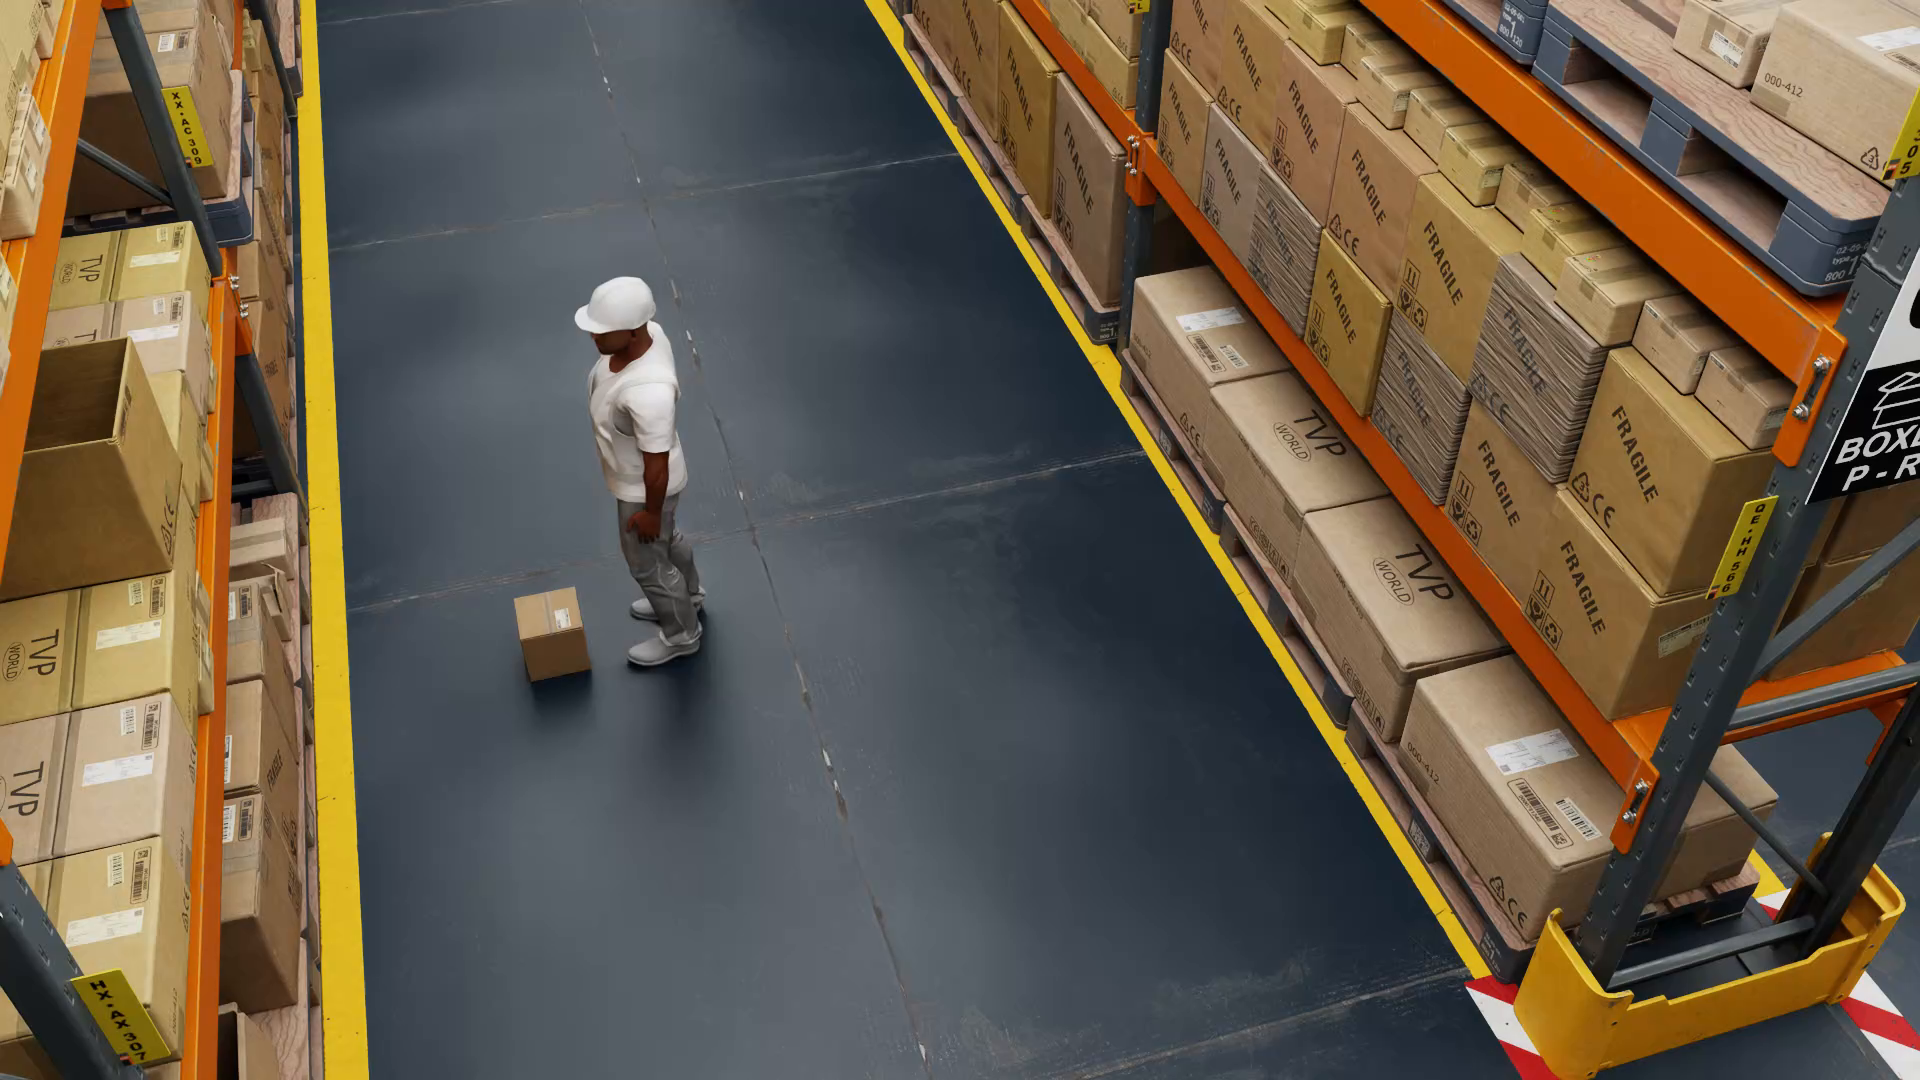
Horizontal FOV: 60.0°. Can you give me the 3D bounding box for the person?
[{"bbox_3d":[-1.229,-0.253,6.429,0.376,1.763,0.565,-11,43,-12],"label":"person"}]
